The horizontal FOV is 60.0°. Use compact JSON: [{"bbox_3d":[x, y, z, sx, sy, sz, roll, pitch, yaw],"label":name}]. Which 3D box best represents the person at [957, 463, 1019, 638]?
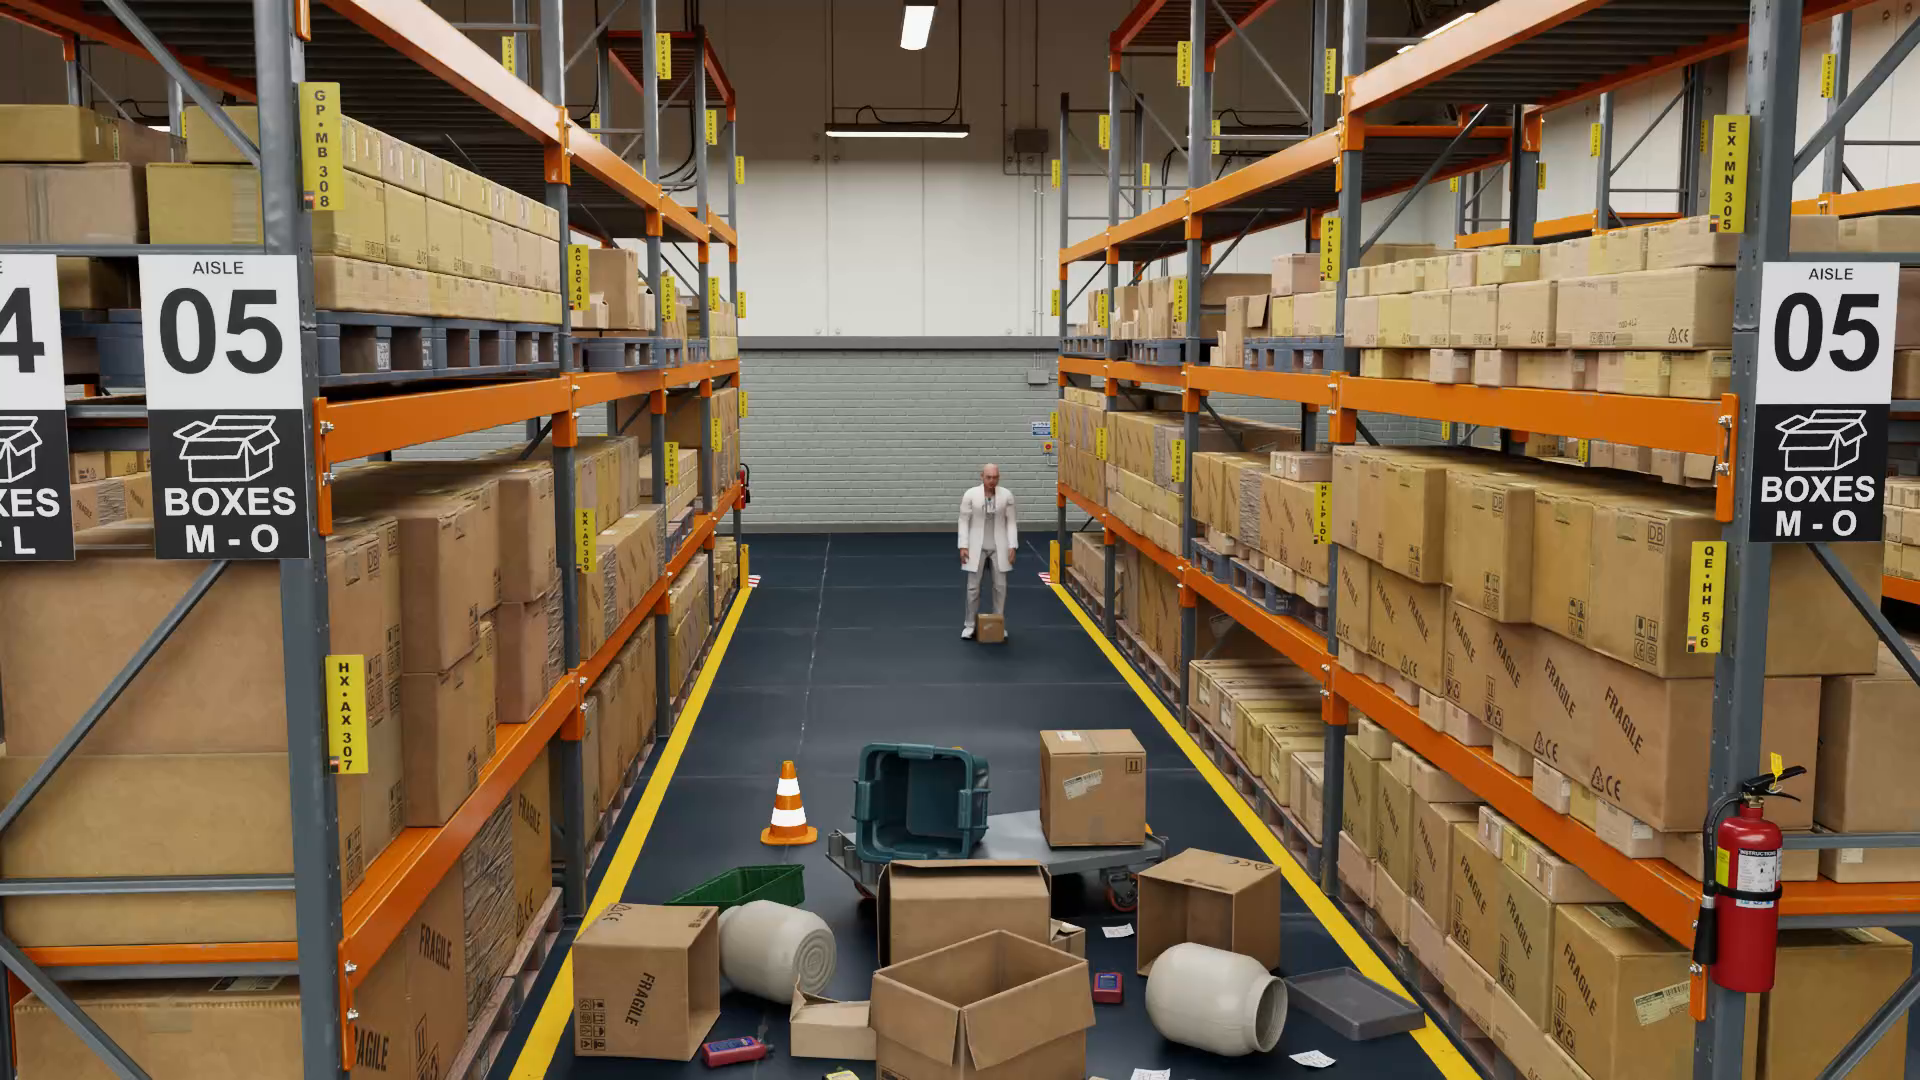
[{"bbox_3d":[0.285,0.105,16.914,0.628,1.773,0.427,-1,7,-6],"label":"person"}]
